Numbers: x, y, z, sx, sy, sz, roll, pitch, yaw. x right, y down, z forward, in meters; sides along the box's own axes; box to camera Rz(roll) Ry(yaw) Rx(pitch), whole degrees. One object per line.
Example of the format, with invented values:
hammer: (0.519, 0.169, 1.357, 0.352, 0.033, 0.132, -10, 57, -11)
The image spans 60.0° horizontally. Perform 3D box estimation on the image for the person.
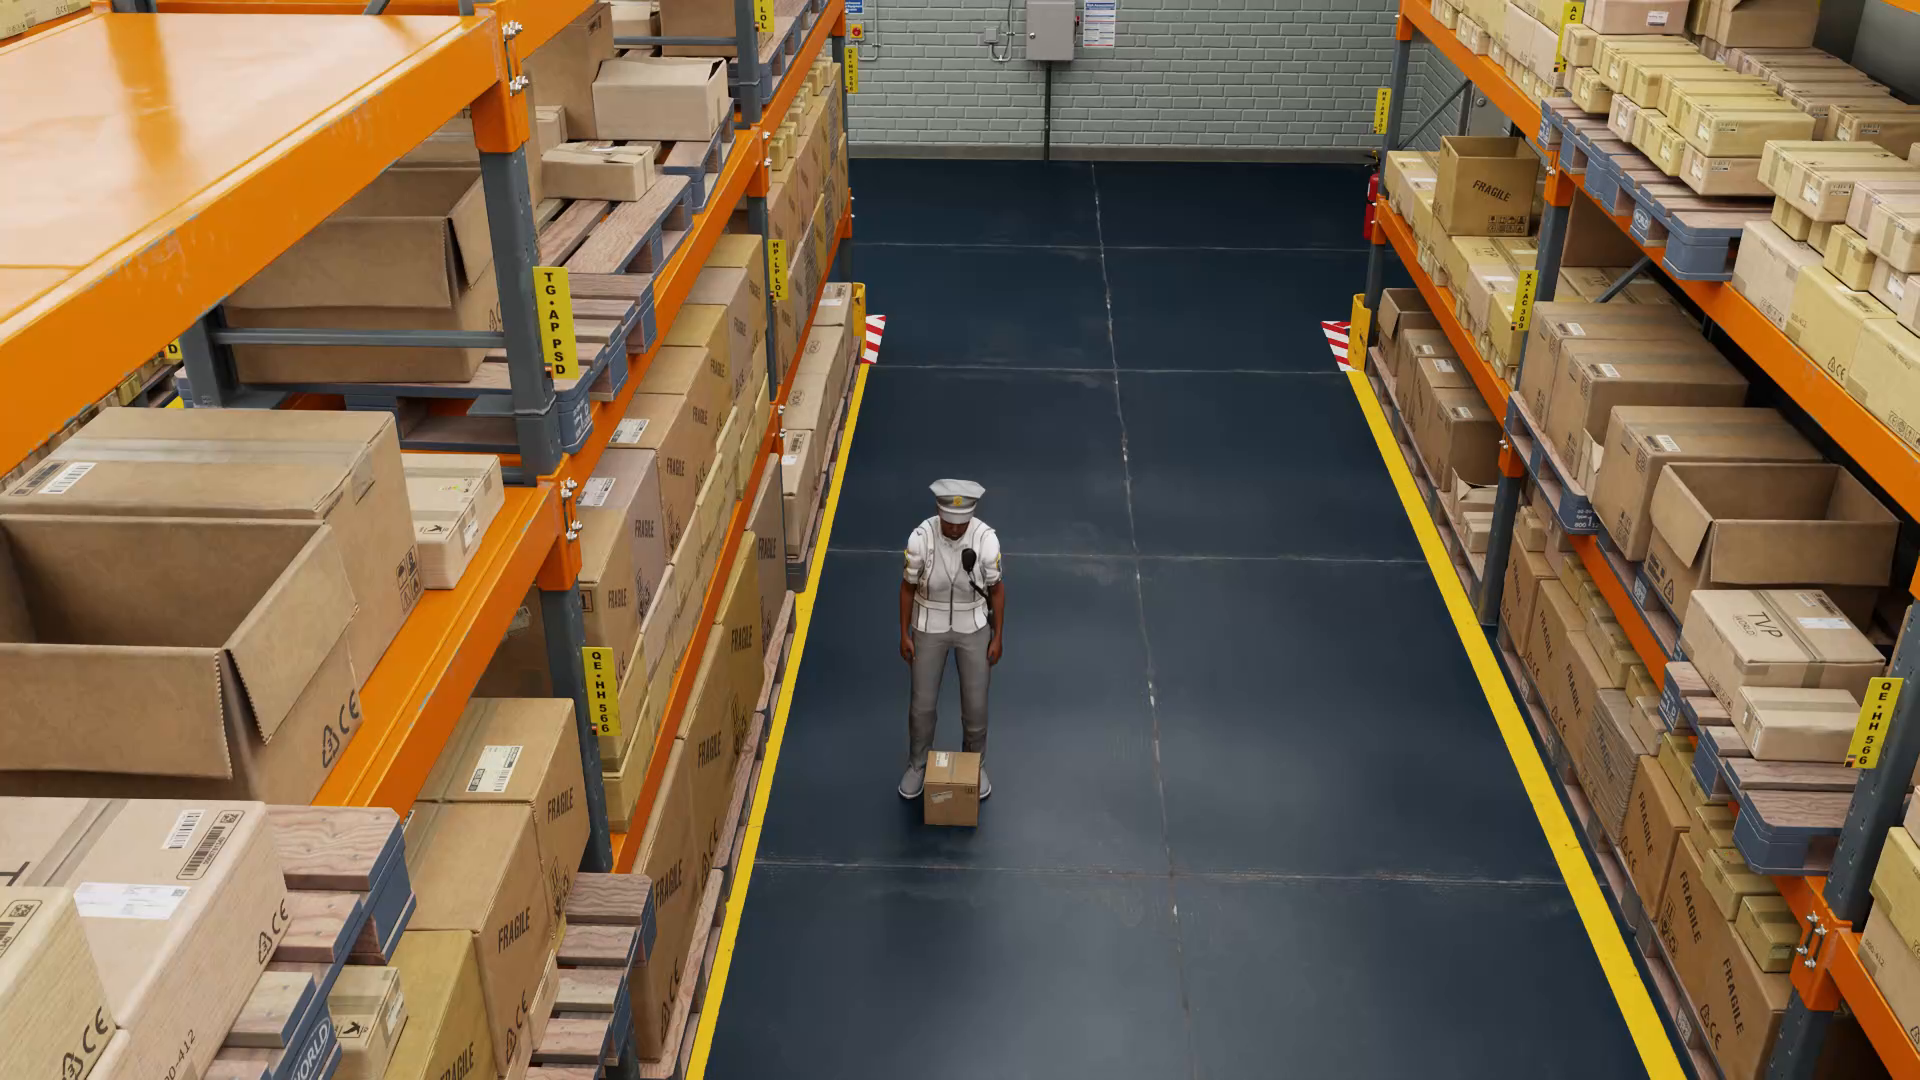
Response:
person: (-0.045, 0.449, 7.784, 0.508, 1.657, 0.392, 0, 28, 0)
